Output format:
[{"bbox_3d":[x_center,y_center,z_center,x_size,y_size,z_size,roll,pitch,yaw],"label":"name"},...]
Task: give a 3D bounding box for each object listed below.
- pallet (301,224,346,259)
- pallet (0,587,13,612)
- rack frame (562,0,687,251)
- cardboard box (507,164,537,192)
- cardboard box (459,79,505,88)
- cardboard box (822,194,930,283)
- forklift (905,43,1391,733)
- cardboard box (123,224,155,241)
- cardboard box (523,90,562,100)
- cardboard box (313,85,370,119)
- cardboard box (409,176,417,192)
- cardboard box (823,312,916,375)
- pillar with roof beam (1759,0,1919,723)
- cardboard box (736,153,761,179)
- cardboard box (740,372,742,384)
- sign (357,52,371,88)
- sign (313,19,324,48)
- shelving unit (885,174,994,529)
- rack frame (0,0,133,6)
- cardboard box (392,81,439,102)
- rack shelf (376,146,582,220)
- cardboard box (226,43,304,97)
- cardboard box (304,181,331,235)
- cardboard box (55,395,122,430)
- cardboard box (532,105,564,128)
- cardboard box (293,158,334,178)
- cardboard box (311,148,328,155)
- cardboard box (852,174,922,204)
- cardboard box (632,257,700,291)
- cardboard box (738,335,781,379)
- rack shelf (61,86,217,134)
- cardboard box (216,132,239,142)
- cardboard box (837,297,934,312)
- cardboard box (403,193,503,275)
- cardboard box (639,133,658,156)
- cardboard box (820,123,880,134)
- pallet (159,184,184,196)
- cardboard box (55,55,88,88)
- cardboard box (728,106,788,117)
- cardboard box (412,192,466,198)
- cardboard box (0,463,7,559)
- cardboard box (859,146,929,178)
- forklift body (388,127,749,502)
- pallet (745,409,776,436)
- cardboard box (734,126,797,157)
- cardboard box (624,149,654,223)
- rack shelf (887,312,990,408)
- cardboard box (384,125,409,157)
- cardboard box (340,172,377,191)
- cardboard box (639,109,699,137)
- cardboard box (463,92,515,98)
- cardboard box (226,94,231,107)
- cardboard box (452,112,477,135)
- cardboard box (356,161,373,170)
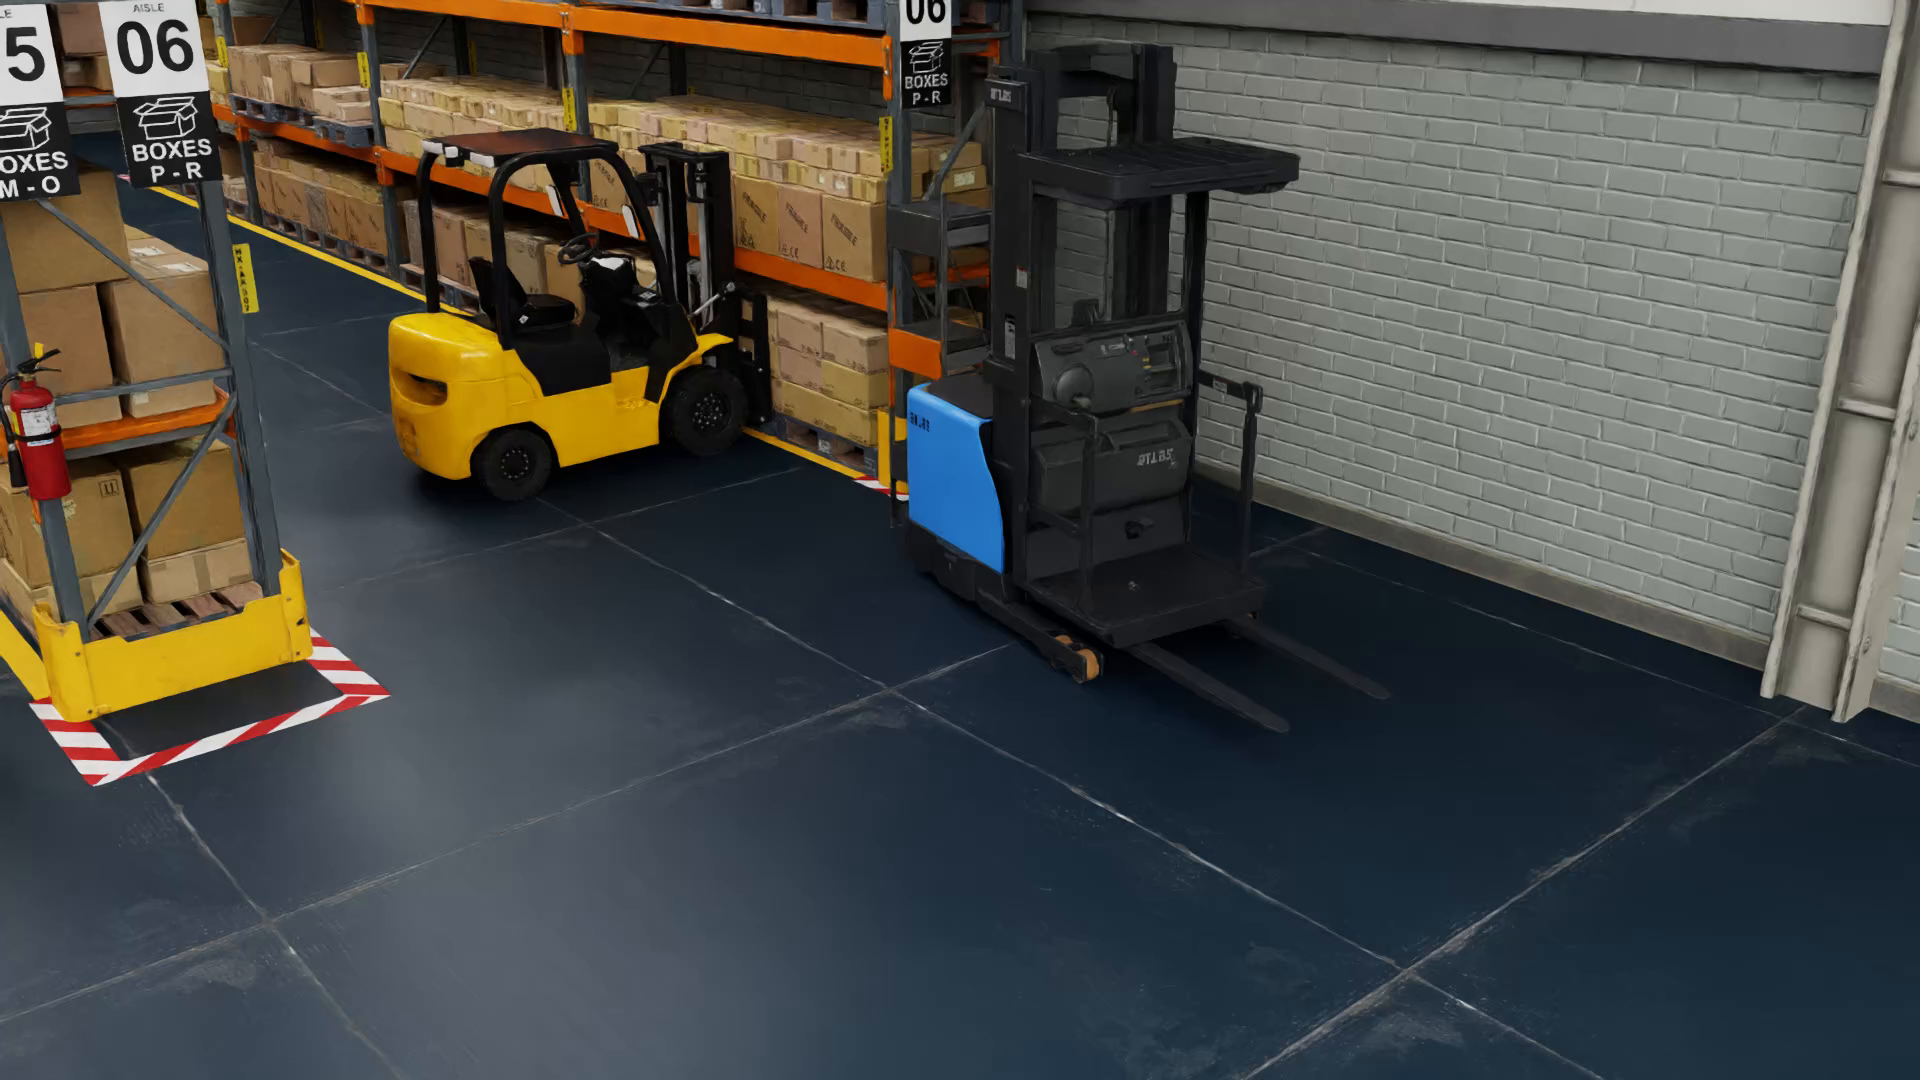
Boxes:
[{"bbox_3d":[-6.497,-3.342,18.227,1.003,0.211,1.213,-17,27,-37],"label":"pallet"},{"bbox_3d":[-5.128,0.012,9.663,1.003,0.211,1.213,-17,27,-37],"label":"pallet"},{"bbox_3d":[-2.635,-2.983,13.487,1.000,3.000,0.127,-17,27,-37],"label":"rack frame"},{"bbox_3d":[-3.495,-3.128,14.062,0.500,0.250,0.500,-18,27,-38],"label":"cardboard box"},{"bbox_3d":[-4.502,-4.263,15.729,0.380,0.149,0.250,-17,27,-37],"label":"cardboard box"},{"bbox_3d":[-0.544,-1.998,10.835,0.500,0.500,0.500,-18,28,-39],"label":"cardboard box"},{"bbox_3d":[0.888,-0.855,8.148,1.130,2.935,3.031,-13,25,-29],"label":"forklift"},{"bbox_3d":[-4.555,-1.360,8.798,0.500,0.500,0.500,-18,28,-38],"label":"cardboard box"},{"bbox_3d":[-3.662,-3.912,14.833,0.380,0.149,0.250,-17,27,-37],"label":"cardboard box"},{"bbox_3d":[-6.180,-4.428,16.807,0.500,0.250,0.500,-19,28,-40],"label":"cardboard box"},{"bbox_3d":[-5.504,-3.720,17.331,0.380,0.149,0.250,-16,27,-36],"label":"cardboard box"},{"bbox_3d":[-0.561,-1.312,11.043,0.500,0.250,0.500,-16,27,-36],"label":"cardboard box"},{"bbox_3d":[0.859,-2.396,3.762,9.100,9.000,0.400,-17,27,-37],"label":"pillar with roof beam"},{"bbox_3d":[-1.319,-2.604,11.493,0.380,0.149,0.250,-17,27,-37],"label":"cardboard box"},{"bbox_3d":[-1.564,-1.266,12.298,0.500,0.250,0.500,-16,27,-36],"label":"cardboard box"},{"bbox_3d":[-5.651,-4.459,15.776,0.100,0.325,0.005,-17,27,-37],"label":"sign"},{"bbox_3d":[-7.439,-5.866,19.259,0.100,0.325,0.005,-17,27,-37],"label":"sign"},{"bbox_3d":[-0.108,-1.023,9.718,0.431,2.100,0.503,-17,27,-37],"label":"shelving unit"},{"bbox_3d":[-3.782,-3.489,6.552,1.000,3.000,0.127,-17,27,-37],"label":"rack frame"},{"bbox_3d":[-5.086,-4.205,15.581,0.380,0.149,0.250,-17,27,-36],"label":"cardboard box"},{"bbox_3d":[-3.941,-3.201,15.029,1.077,0.370,4.000,-17,27,-37],"label":"rack shelf"},{"bbox_3d":[-7.711,-5.249,18.558,0.700,0.500,0.500,-17,27,-36],"label":"cardboard box"},{"bbox_3d":[-6.701,-3.609,17.938,0.500,0.500,0.500,-19,28,-39],"label":"cardboard box"},{"bbox_3d":[-4.188,-0.631,7.826,0.380,0.149,0.250,-16,27,-36],"label":"cardboard box"},{"bbox_3d":[-3.328,-3.520,13.832,0.380,0.149,0.250,-17,27,-37],"label":"cardboard box"},{"bbox_3d":[-7.085,-4.088,18.270,0.380,0.149,0.250,-18,27,-38],"label":"cardboard box"},{"bbox_3d":[-7.223,-4.422,19.125,0.380,0.149,0.250,-17,27,-37],"label":"cardboard box"},{"bbox_3d":[-0.463,-2.256,10.603,0.380,0.149,0.250,-17,27,-37],"label":"cardboard box"},{"bbox_3d":[-2.231,-2.012,12.831,0.500,0.250,0.500,-17,27,-37],"label":"cardboard box"},{"bbox_3d":[-1.251,-1.365,11.864,0.500,0.250,0.500,-18,28,-39],"label":"cardboard box"},{"bbox_3d":[-5.088,-2.310,8.641,1.077,0.370,4.000,-17,27,-37],"label":"rack shelf"},{"bbox_3d":[-9.612,-4.893,21.216,0.700,0.500,0.500,-16,27,-35],"label":"cardboard box"},{"bbox_3d":[-0.524,-1.574,11.712,0.500,0.250,0.500,-17,27,-37],"label":"cardboard box"},{"bbox_3d":[-4.850,-3.002,16.217,0.875,0.625,0.625,-16,27,-36],"label":"cardboard box"},{"bbox_3d":[-2.160,-2.959,12.398,0.380,0.149,0.250,-17,27,-36],"label":"cardboard box"},{"bbox_3d":[-0.751,-2.797,11.579,0.380,0.149,0.250,-16,27,-36],"label":"cardboard box"},{"bbox_3d":[-9.898,-4.759,21.845,1.003,0.211,1.213,-17,27,-37],"label":"pallet"},{"bbox_3d":[-3.992,-2.195,7.707,0.380,0.149,0.250,-19,28,-39],"label":"cardboard box"},{"bbox_3d":[-1.518,-3.174,12.540,0.380,0.149,0.250,-18,28,-38],"label":"cardboard box"},{"bbox_3d":[-5.309,-3.303,17.156,0.500,0.500,0.500,-16,27,-36],"label":"cardboard box"},{"bbox_3d":[-4.846,-0.262,8.707,0.500,0.500,0.500,-16,27,-36],"label":"cardboard box"},{"bbox_3d":[-0.418,-2.414,10.599,0.380,0.149,0.250,-17,27,-37],"label":"cardboard box"},{"bbox_3d":[-2.644,-1.572,11.049,2.313,2.155,1.214,-17,27,-37],"label":"forklift body"},{"bbox_3d":[-1.347,-1.118,12.548,1.003,0.211,1.213,-17,27,-37],"label":"pallet"},{"bbox_3d":[-1.327,-2.743,11.439,0.380,0.149,0.250,-17,27,-36],"label":"cardboard box"},{"bbox_3d":[-2.191,-2.705,12.640,0.500,0.500,0.500,-17,27,-37],"label":"cardboard box"},{"bbox_3d":[-0.108,-1.011,9.723,0.431,0.518,0.480,-17,27,-37],"label":"rack shelf"},{"bbox_3d":[-5.142,-3.838,15.875,0.500,0.250,0.500,-17,27,-37],"label":"cardboard box"},{"bbox_3d":[-6.239,-3.733,17.364,0.380,0.149,0.250,-16,27,-36],"label":"cardboard box"},{"bbox_3d":[-2.149,-3.097,12.343,0.380,0.149,0.250,-17,27,-36],"label":"cardboard box"},{"bbox_3d":[-4.168,-3.876,14.740,0.380,0.149,0.250,-17,27,-37],"label":"cardboard box"},{"bbox_3d":[-8.257,-5.104,19.248,0.380,0.149,0.250,-17,27,-37],"label":"cardboard box"},{"bbox_3d":[-4.135,-3.648,14.704,0.500,0.250,0.500,-17,27,-37],"label":"cardboard box"},{"bbox_3d":[-6.379,-4.069,18.223,0.380,0.149,0.250,-19,28,-39],"label":"cardboard box"}]
